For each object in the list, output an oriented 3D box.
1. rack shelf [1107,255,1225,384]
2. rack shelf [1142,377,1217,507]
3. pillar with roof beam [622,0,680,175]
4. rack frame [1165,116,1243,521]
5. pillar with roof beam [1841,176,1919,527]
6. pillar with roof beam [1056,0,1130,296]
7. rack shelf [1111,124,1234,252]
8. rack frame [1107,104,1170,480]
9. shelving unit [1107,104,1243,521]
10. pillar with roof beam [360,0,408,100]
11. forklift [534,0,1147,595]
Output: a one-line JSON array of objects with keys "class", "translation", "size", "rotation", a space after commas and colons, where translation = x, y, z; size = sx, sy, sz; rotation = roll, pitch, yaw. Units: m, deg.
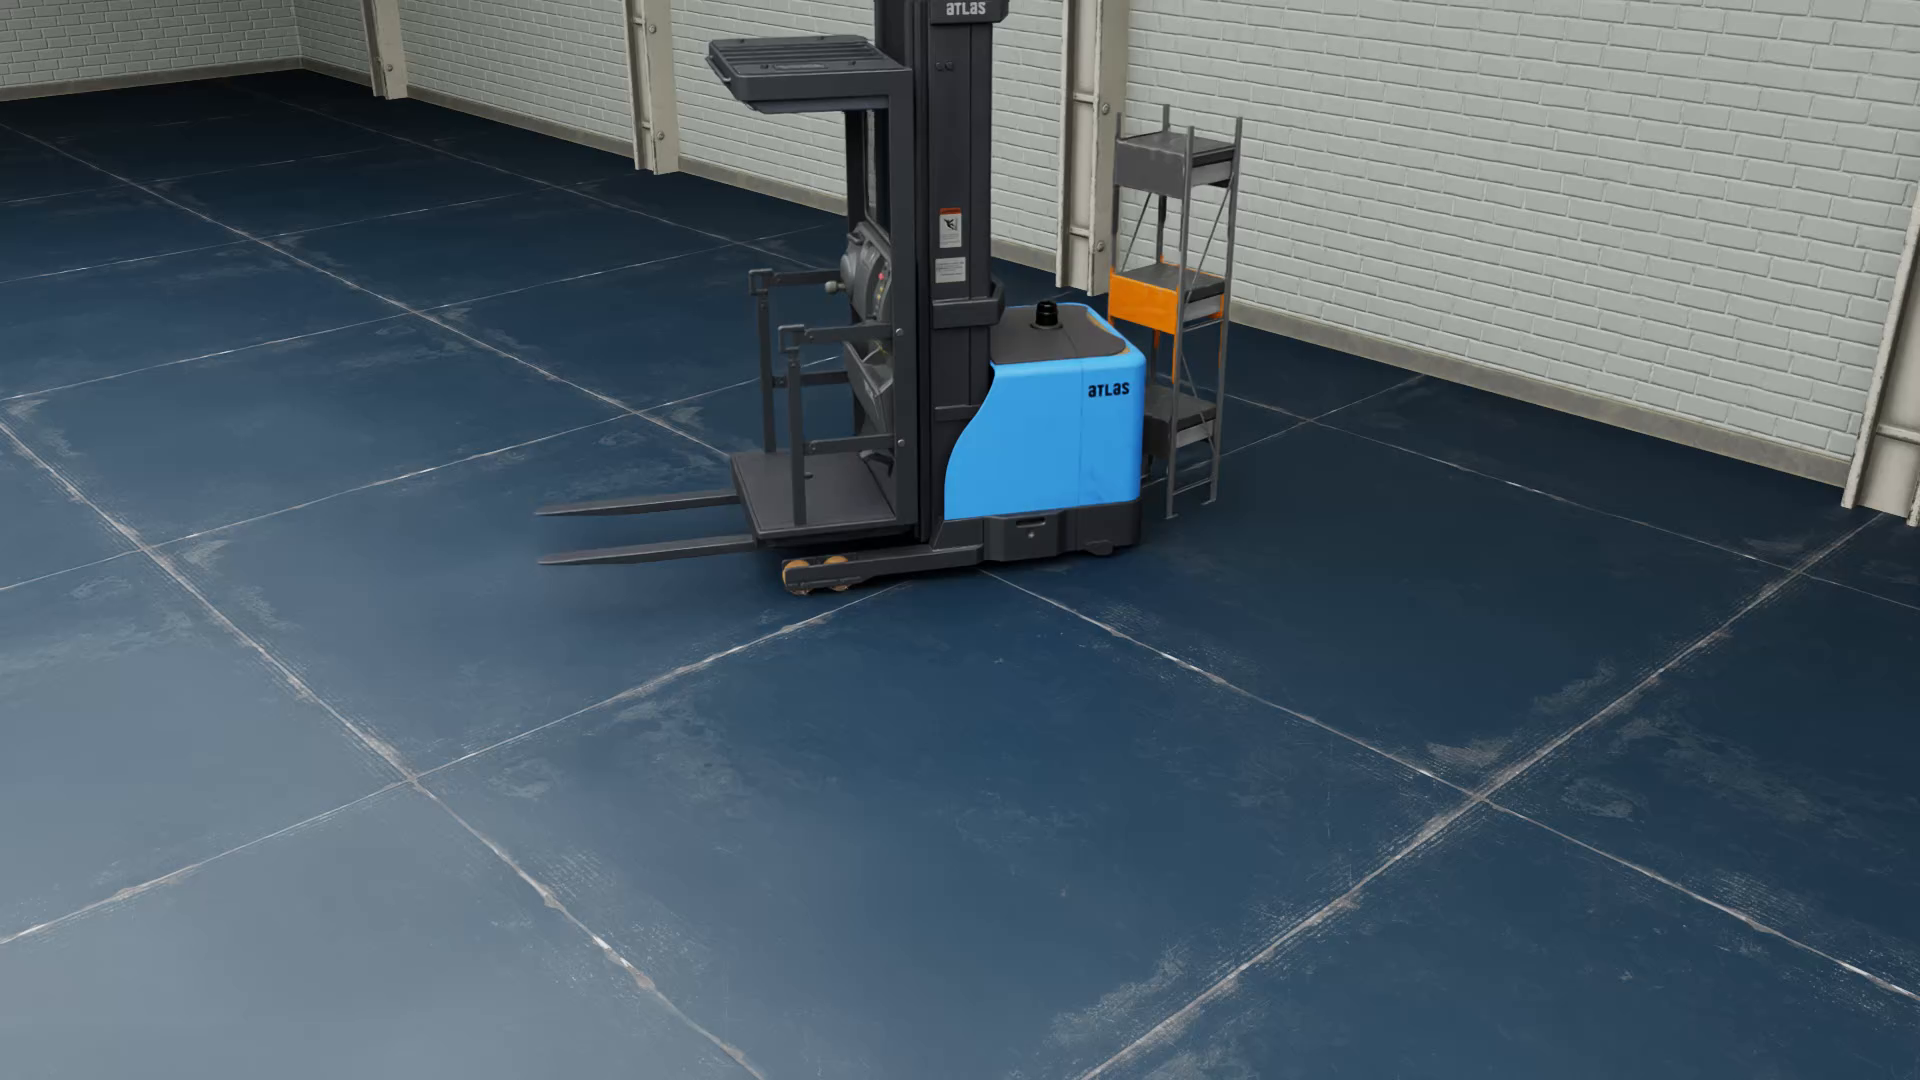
[{"class": "rack shelf", "translation": [1.104, -1.181, 8.842], "size": [0.431, 0.518, 0.480], "rotation": [-20, 31, -37]}, {"class": "rack shelf", "translation": [1.104, -0.544, 9.133], "size": [0.431, 0.518, 0.480], "rotation": [-20, 31, -37]}, {"class": "pillar with roof beam", "translation": [-6.244, -6.681, 12.553], "size": [9.100, 9.000, 0.400], "rotation": [-21, 32, -38]}, {"class": "rack frame", "translation": [1.266, -1.118, 8.670], "size": [0.400, 2.100, 0.015], "rotation": [-20, 31, -37]}, {"class": "pillar with roof beam", "translation": [1.957, -3.046, 4.584], "size": [9.100, 9.000, 0.400], "rotation": [-21, 32, -38]}, {"class": "pillar with roof beam", "translation": [-2.143, -4.863, 8.569], "size": [9.100, 9.000, 0.400], "rotation": [-21, 32, -38]}, {"class": "rack shelf", "translation": [1.104, -1.818, 8.552], "size": [0.431, 0.518, 0.480], "rotation": [-20, 31, -37]}, {"class": "rack frame", "translation": [0.942, -1.270, 9.003], "size": [0.400, 2.100, 0.015], "rotation": [-20, 31, -37]}, {"class": "shelving unit", "translation": [1.104, -1.194, 8.837], "size": [0.431, 2.100, 0.503], "rotation": [-20, 31, -37]}, {"class": "pillar with roof beam", "translation": [-10.345, -8.499, 16.538], "size": [9.100, 9.000, 0.400], "rotation": [-21, 32, -38]}, {"class": "forklift", "translation": [-0.639, -1.307, 8.084], "size": [3.031, 2.935, 1.130], "rotation": [-6, 25, -13]}]
